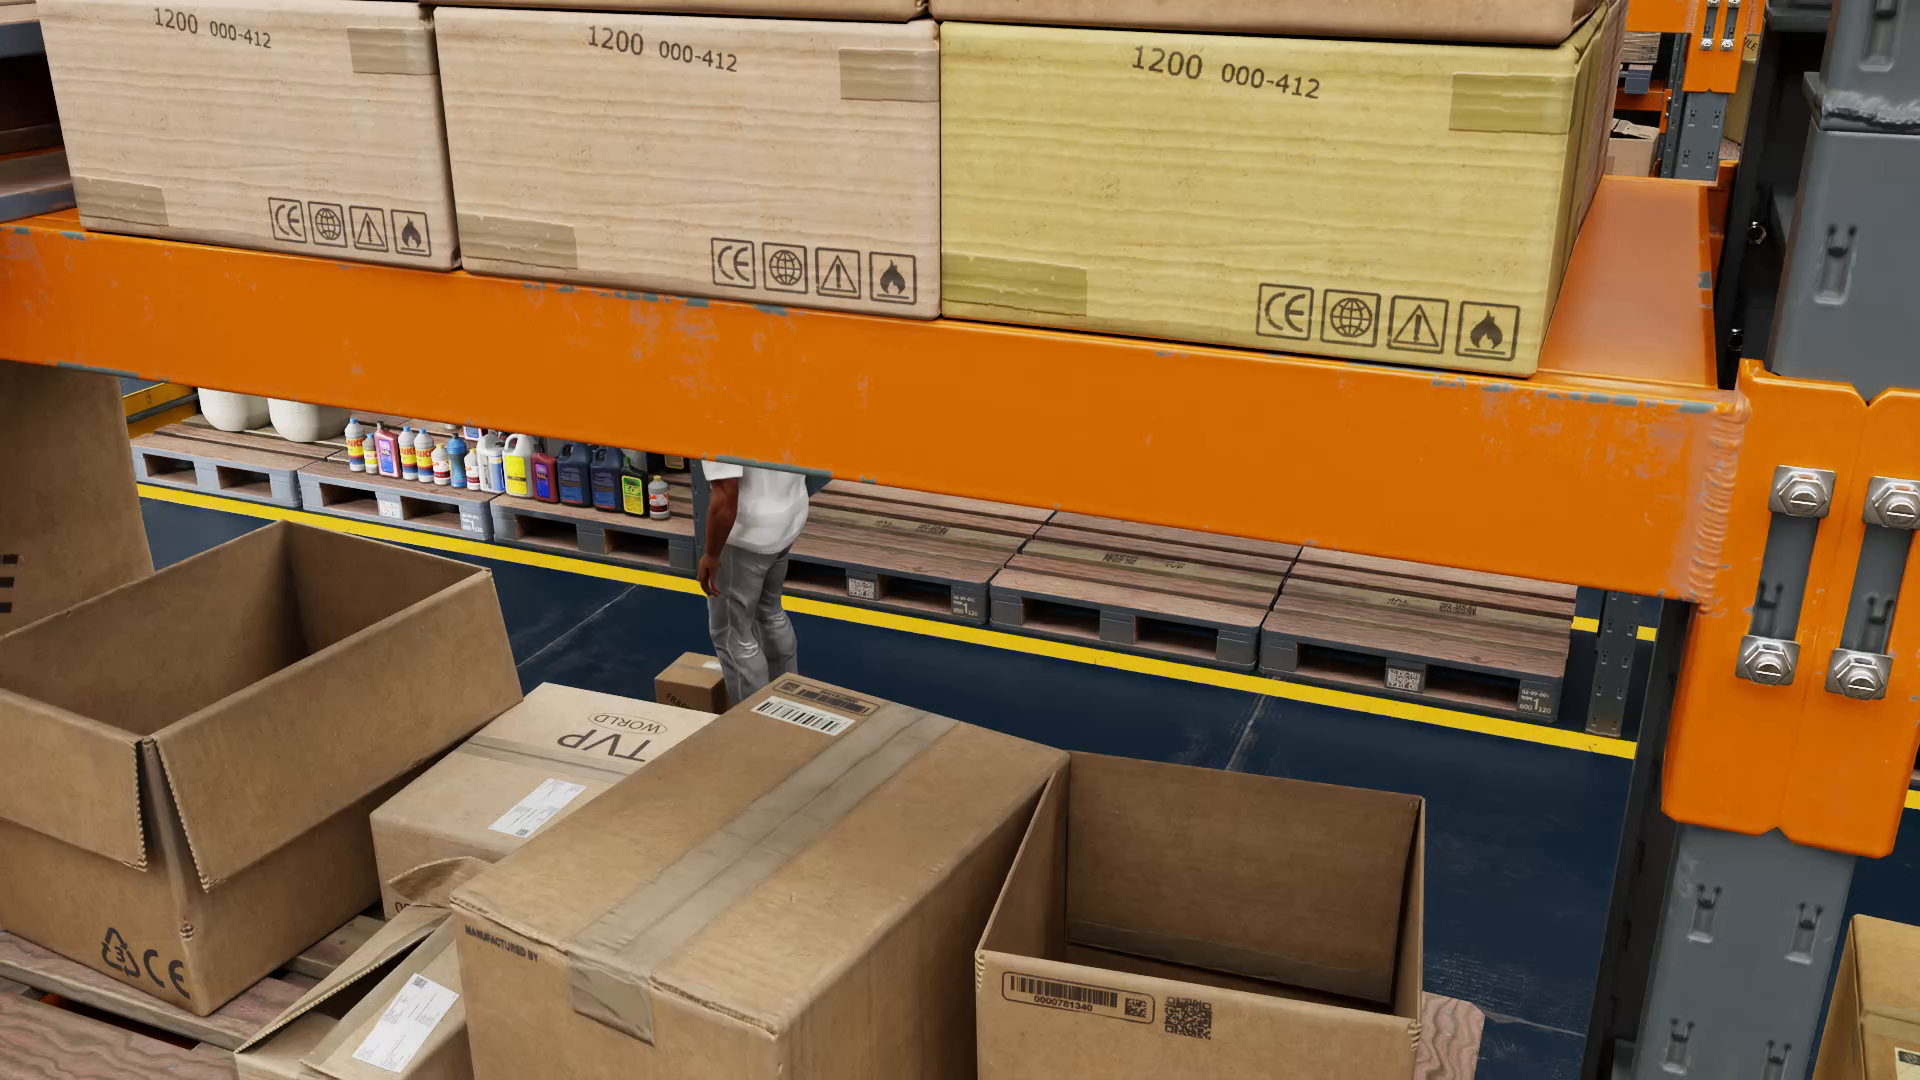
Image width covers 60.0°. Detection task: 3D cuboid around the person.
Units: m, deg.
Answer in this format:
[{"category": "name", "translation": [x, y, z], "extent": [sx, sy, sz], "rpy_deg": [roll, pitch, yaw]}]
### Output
[{"category": "person", "translation": [-0.808, -0.047, 6.184], "extent": [0.462, 1.759, 0.628], "rpy_deg": [7, 23, 17]}]
